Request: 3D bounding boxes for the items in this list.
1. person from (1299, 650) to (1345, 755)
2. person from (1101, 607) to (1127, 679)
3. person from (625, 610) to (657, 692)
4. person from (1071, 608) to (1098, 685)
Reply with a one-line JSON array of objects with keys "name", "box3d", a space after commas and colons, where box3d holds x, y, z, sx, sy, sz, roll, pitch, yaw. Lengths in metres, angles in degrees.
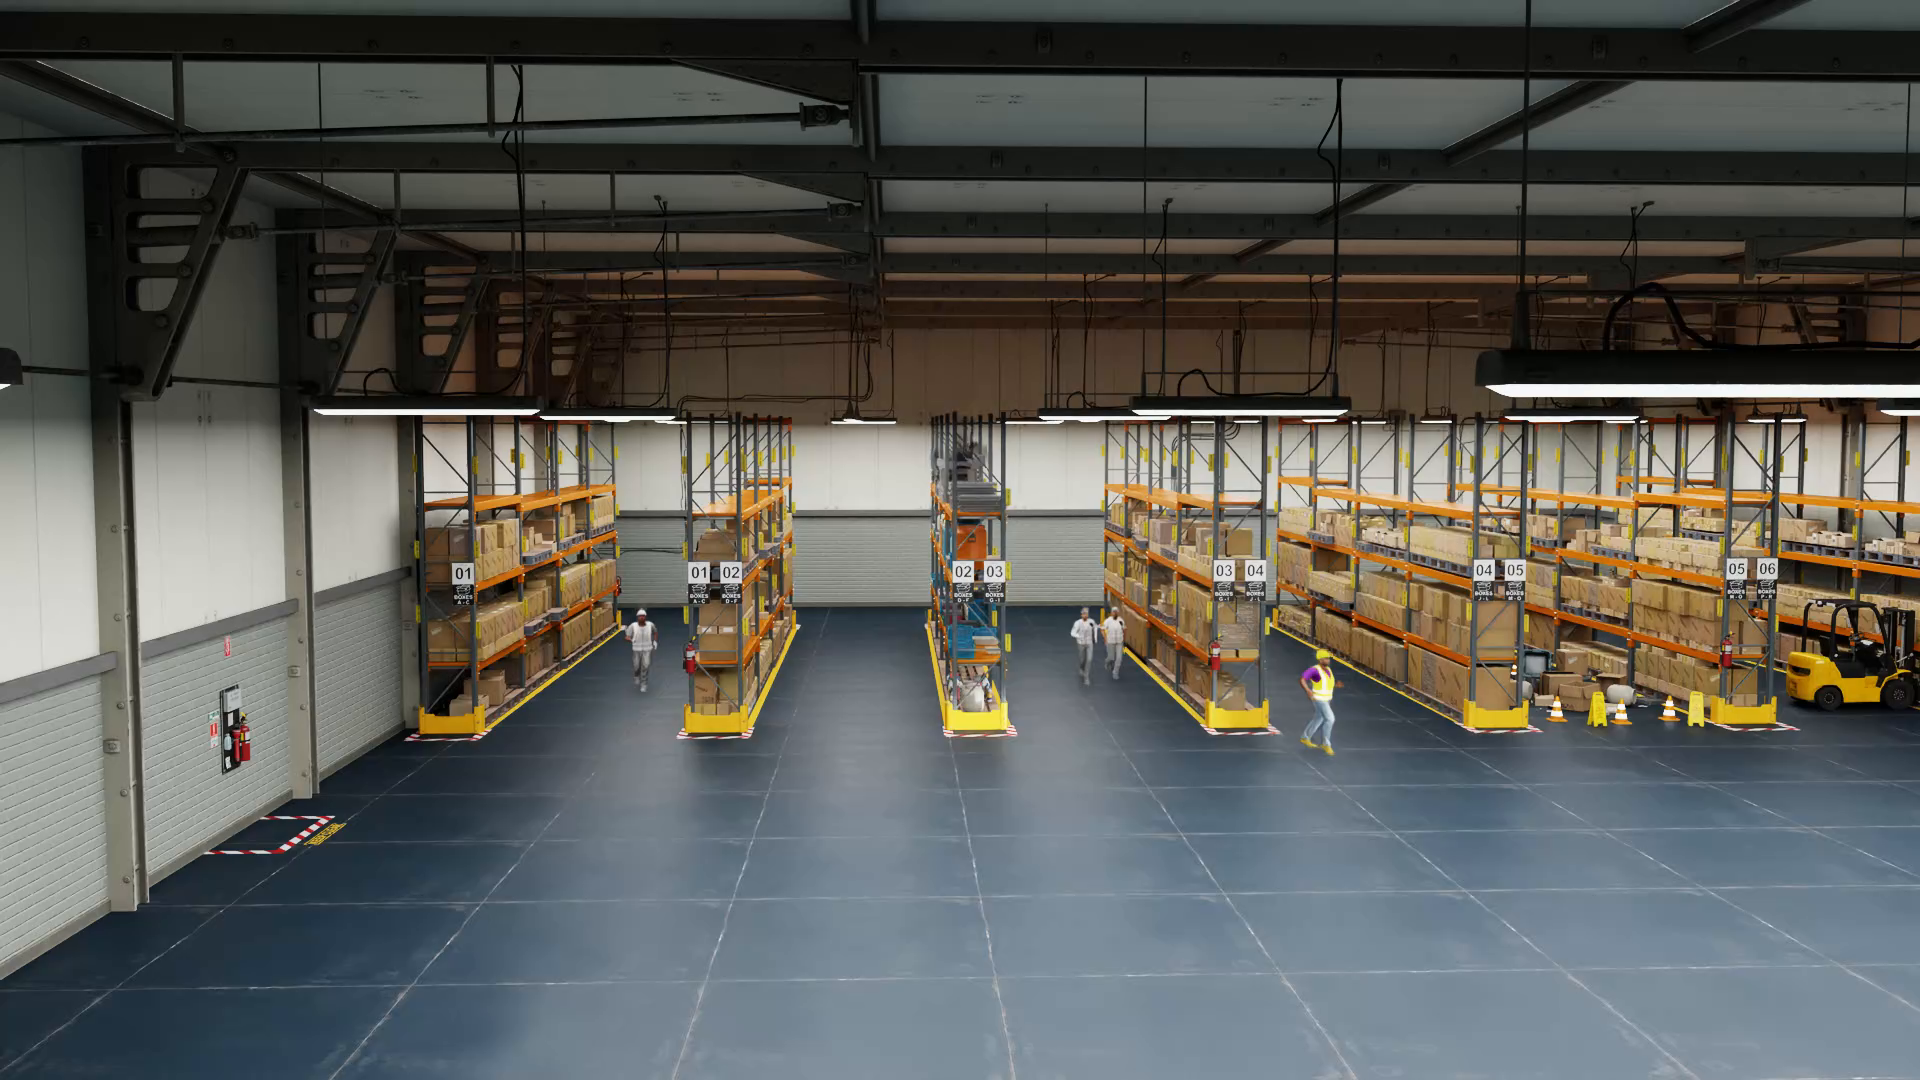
[{"name": "person", "box3d": [6.361, 2.853, 29.280, 0.785, 1.832, 0.674, 3, 5, 36]}, {"name": "person", "box3d": [3.532, 2.341, 38.004, 0.614, 1.631, 0.575, 0, 4, -6]}, {"name": "person", "box3d": [-6.887, 2.384, 35.989, 0.699, 1.759, 0.847, -1, 4, -15]}, {"name": "person", "box3d": [2.795, 2.364, 37.259, 0.647, 1.738, 0.895, -1, 4, -8]}]
